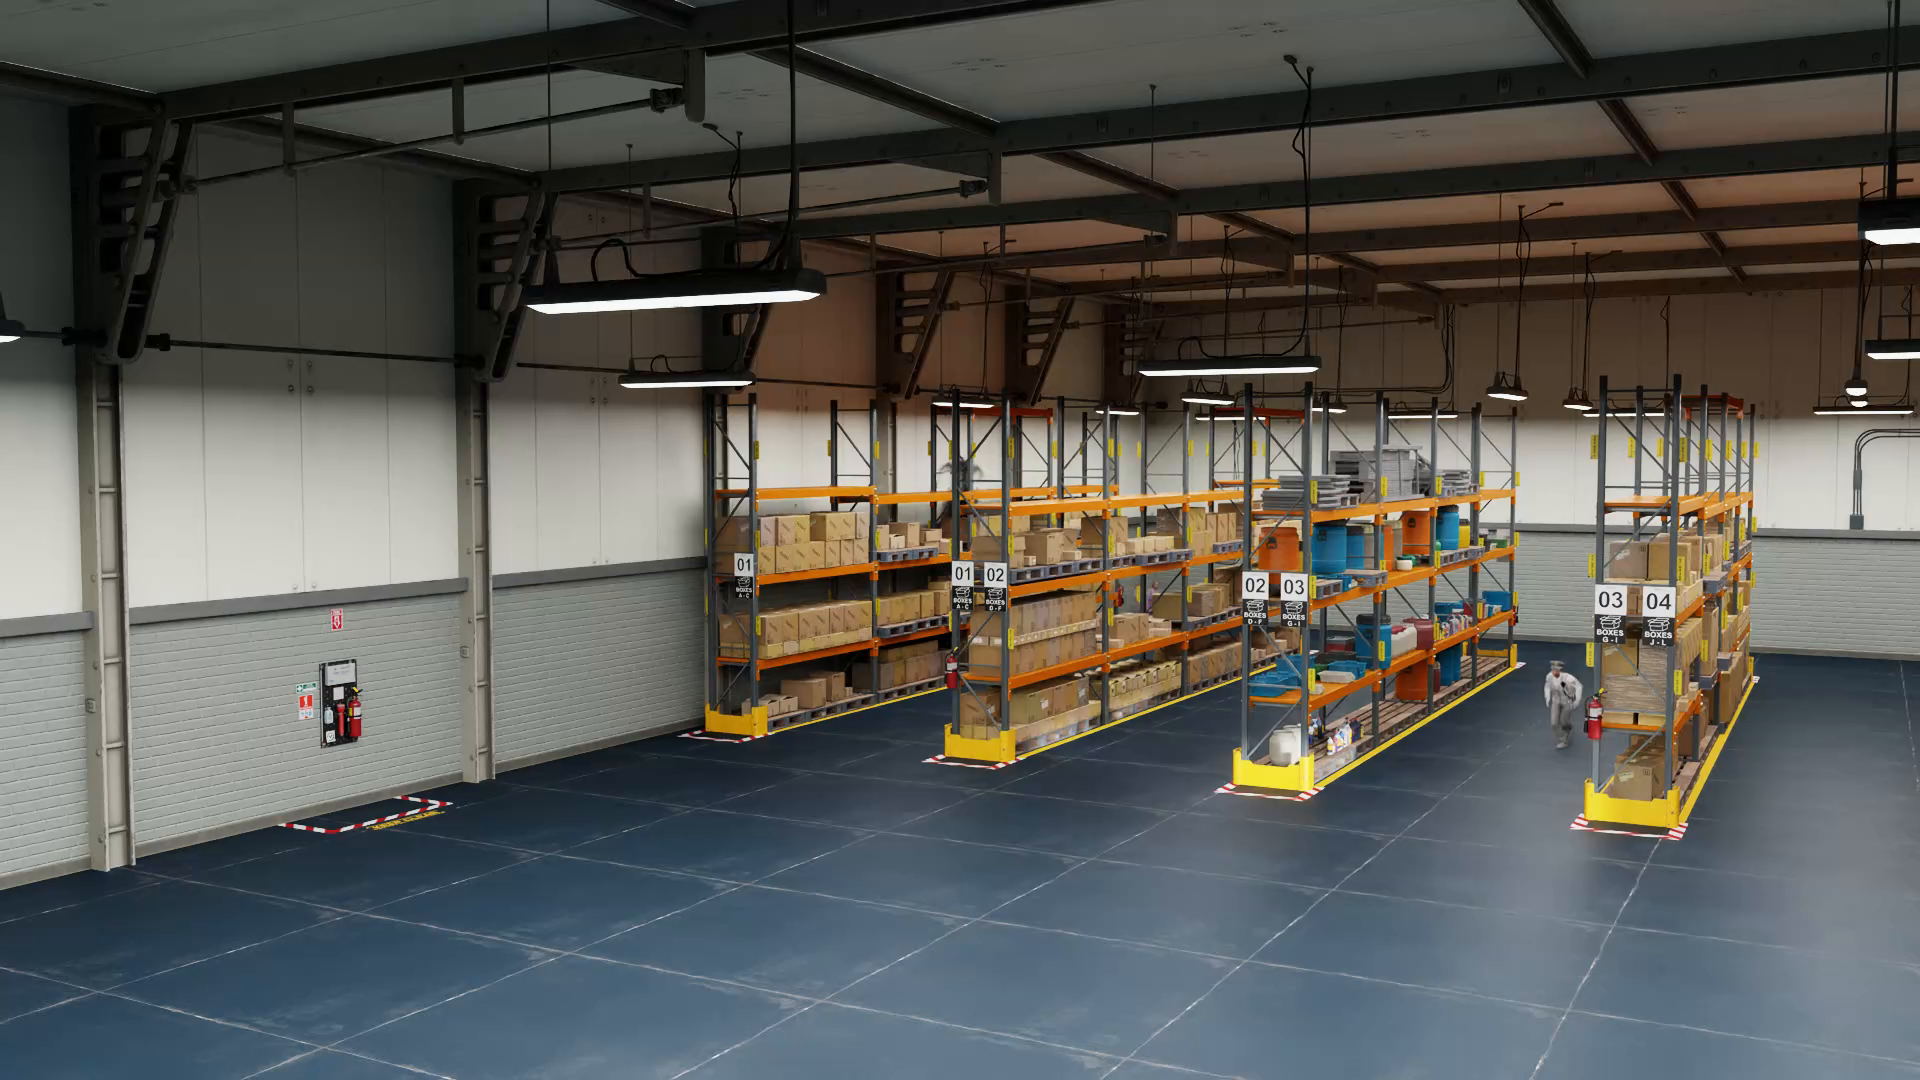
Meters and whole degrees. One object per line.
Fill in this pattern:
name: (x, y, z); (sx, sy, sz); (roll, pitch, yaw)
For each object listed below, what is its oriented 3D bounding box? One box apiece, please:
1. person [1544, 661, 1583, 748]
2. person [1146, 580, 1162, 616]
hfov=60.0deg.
person: (10.133, 2.755, 27.901); (0.632, 1.496, 0.824); (2, 4, 38)
person: (5.139, 1.833, 43.581); (0.585, 1.585, 0.485); (-1, 3, -20)
